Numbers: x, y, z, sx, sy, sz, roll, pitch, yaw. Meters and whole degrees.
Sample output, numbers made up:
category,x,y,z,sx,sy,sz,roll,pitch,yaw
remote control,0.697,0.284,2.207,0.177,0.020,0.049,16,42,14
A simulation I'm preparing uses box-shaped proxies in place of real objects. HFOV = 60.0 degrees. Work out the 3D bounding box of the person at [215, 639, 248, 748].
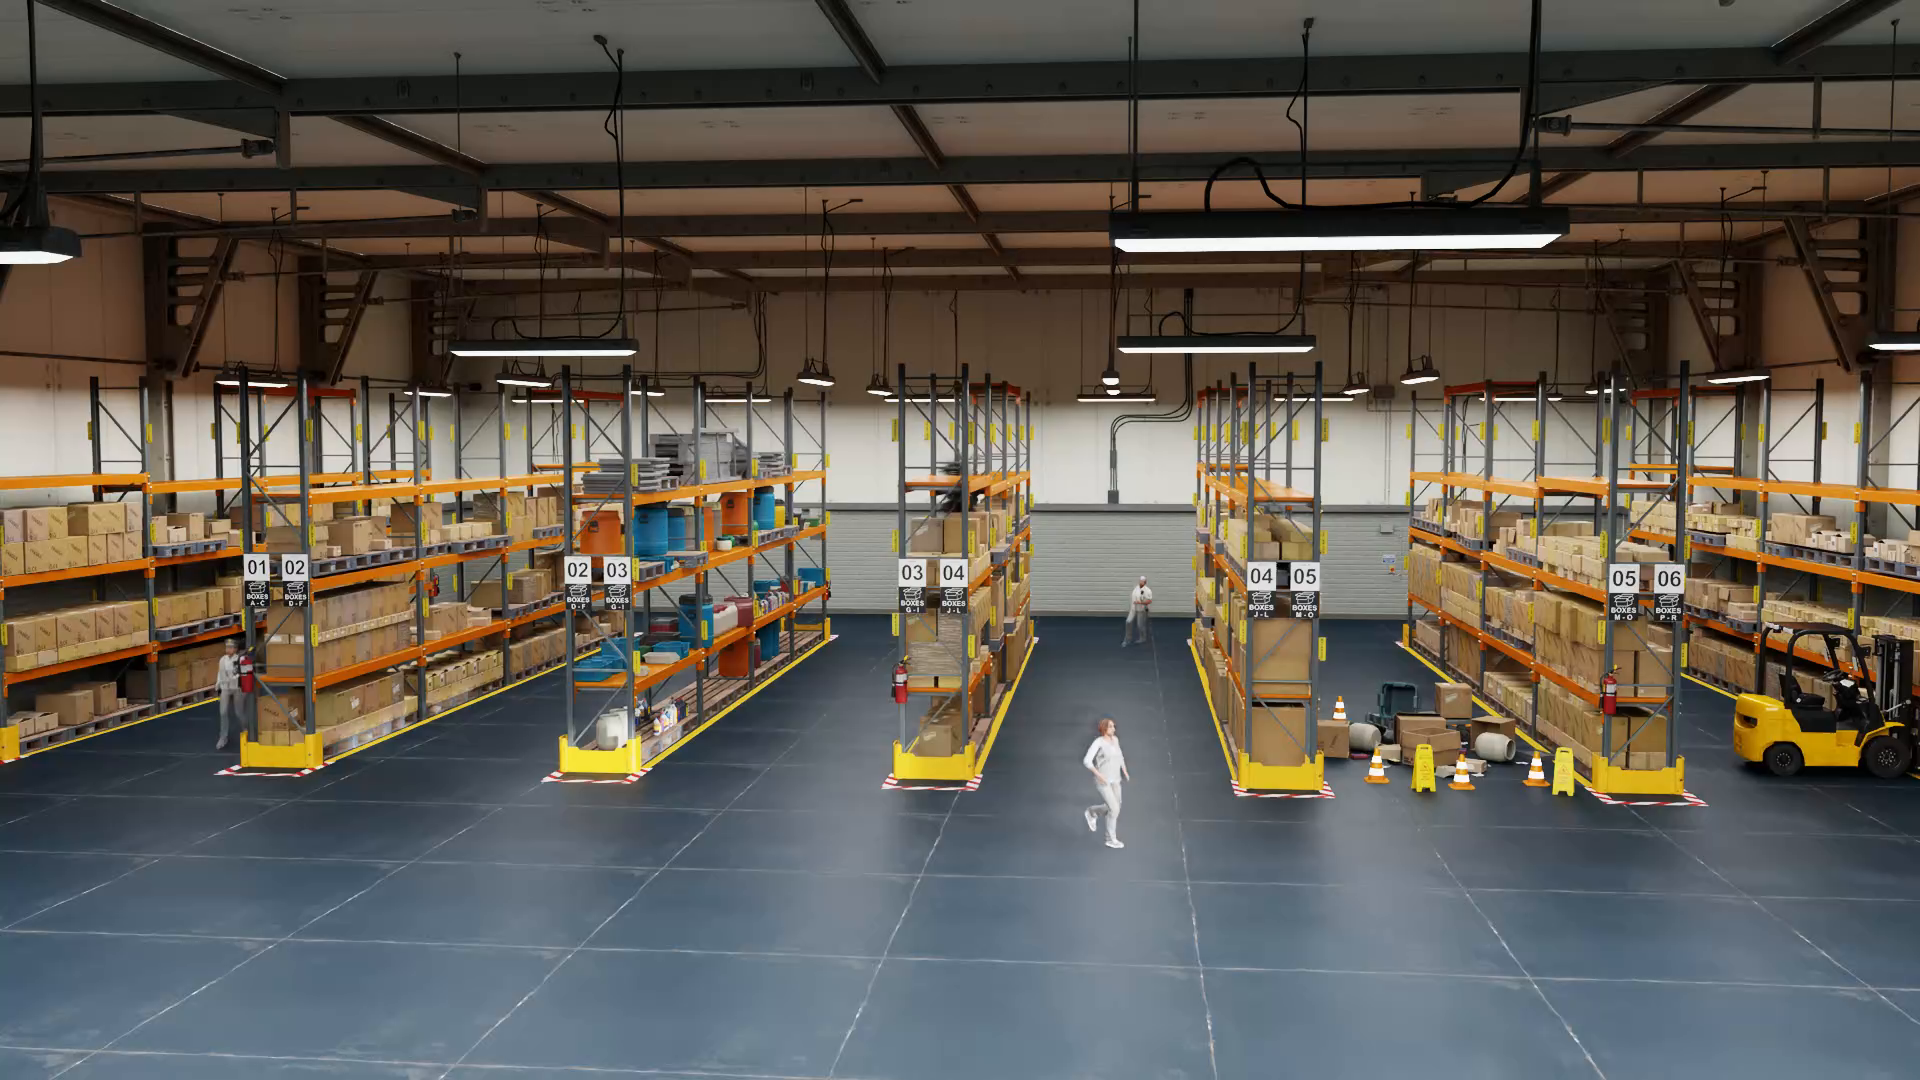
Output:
category,x,y,z,sx,sy,sz,roll,pitch,yaw
person,-11.673,2.423,26.707,0.614,1.707,0.854,0,4,1

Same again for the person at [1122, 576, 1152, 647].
category,x,y,z,sx,sy,sz,roll,pitch,yaw
person,4.257,1.674,39.207,0.620,1.663,0.775,3,5,36

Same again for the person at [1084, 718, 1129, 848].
category,x,y,z,sx,sy,sz,roll,pitch,yaw
person,1.736,2.923,20.197,0.575,1.557,0.678,-3,5,-43
